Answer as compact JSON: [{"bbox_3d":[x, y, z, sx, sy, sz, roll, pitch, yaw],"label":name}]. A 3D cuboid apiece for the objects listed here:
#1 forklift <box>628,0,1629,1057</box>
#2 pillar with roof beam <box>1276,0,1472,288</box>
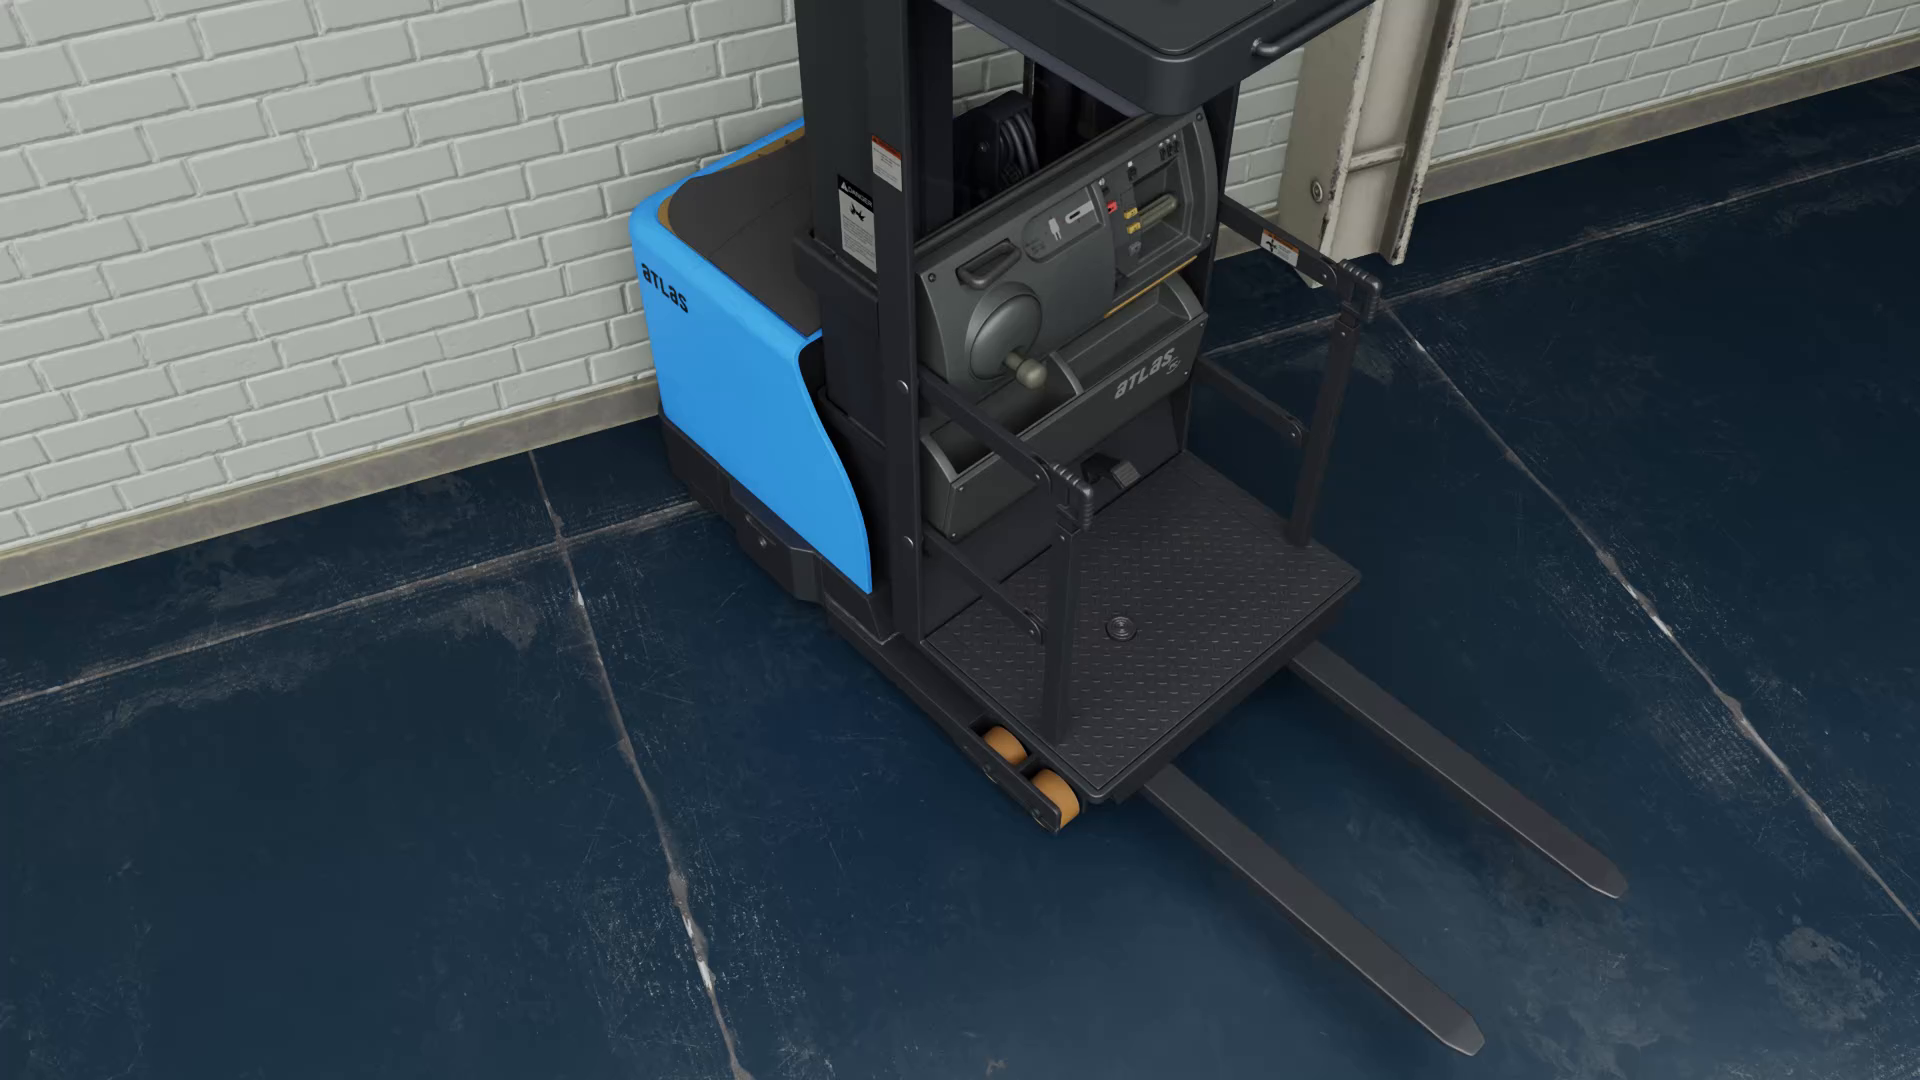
[{"bbox_3d":[0.423,-0.608,3.840,1.130,2.935,3.031,-35,58,-26],"label":"forklift"},{"bbox_3d":[3.027,-0.985,0.164,0.400,9.000,9.100,-17,52,-14],"label":"pillar with roof beam"}]
